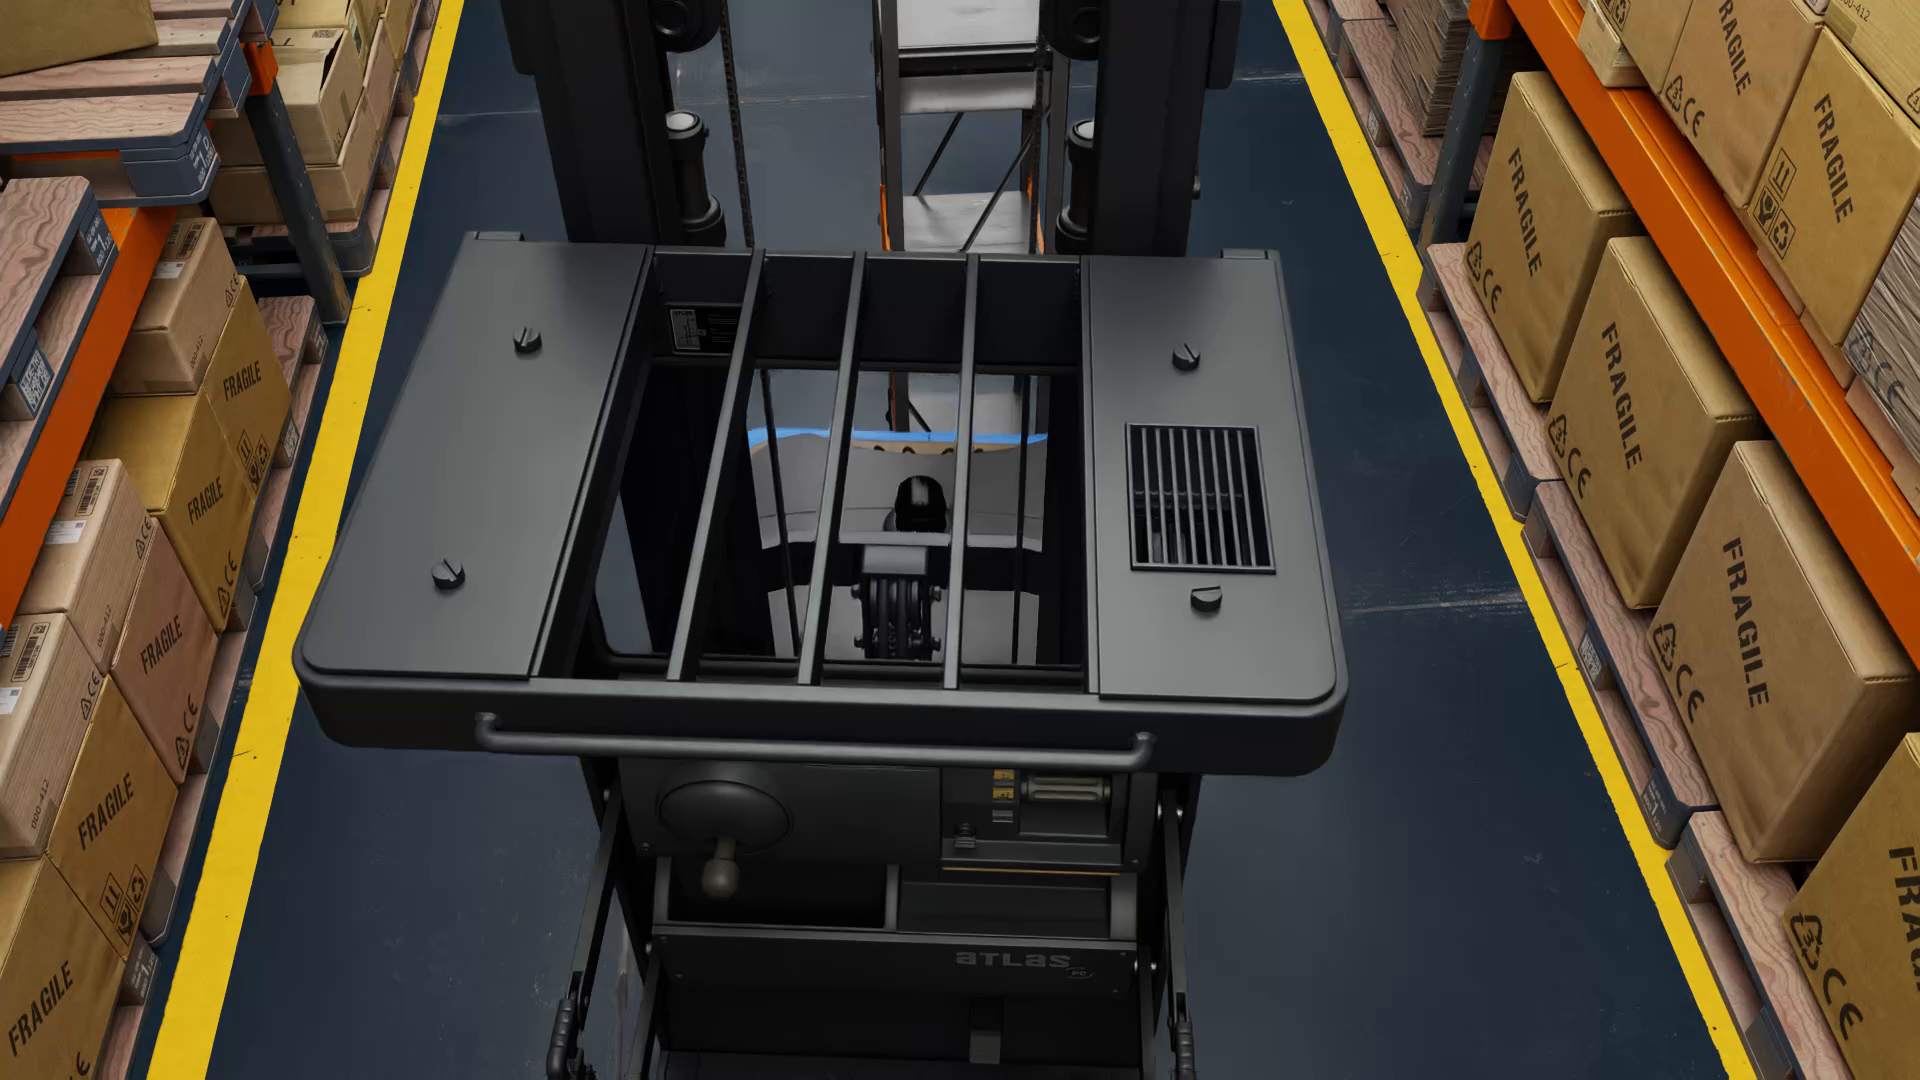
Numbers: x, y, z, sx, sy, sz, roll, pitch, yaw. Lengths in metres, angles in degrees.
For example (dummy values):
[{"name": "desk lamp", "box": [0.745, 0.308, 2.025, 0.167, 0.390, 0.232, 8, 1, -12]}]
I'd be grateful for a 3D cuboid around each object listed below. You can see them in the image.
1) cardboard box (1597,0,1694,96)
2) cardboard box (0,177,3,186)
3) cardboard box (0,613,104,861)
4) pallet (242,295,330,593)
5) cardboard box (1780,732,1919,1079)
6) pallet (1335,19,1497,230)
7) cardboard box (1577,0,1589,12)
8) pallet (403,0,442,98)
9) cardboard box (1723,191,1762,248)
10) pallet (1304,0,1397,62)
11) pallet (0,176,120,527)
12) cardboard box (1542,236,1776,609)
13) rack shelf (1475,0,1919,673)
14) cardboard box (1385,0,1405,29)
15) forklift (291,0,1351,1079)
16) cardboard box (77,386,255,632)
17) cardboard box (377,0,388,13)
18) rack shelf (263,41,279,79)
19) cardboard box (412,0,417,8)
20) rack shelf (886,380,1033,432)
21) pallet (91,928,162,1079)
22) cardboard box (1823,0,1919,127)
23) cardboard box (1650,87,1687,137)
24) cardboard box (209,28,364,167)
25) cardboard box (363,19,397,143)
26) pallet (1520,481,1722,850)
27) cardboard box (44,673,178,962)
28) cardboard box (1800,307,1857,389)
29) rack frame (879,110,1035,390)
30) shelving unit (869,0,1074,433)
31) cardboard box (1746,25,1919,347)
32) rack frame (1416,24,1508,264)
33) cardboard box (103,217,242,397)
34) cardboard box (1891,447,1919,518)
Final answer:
[{"name": "cardboard box", "box": [2.048, -1.515, 4.332, 0.500, 0.500, 0.500, -2, 47, -2]}, {"name": "cardboard box", "box": [-2.657, -0.871, 3.651, 0.700, 0.500, 0.500, 4, 47, 4]}, {"name": "cardboard box", "box": [-2.255, 0.442, 3.668, 0.500, 0.250, 0.500, -3, 47, -3]}, {"name": "pallet", "box": [-2.683, -0.313, 5.401, 1.003, 0.211, 1.213, -3, 47, -3]}, {"name": "cardboard box", "box": [2.379, 0.908, 3.515, 0.750, 0.750, 0.750, -3, 47, -3]}, {"name": "pallet", "box": [2.164, -1.725, 6.738, 1.003, 0.211, 1.213, -3, 47, -3]}, {"name": "cardboard box", "box": [2.037, -1.604, 4.862, 0.380, 0.149, 0.250, -3, 47, -3]}, {"name": "pallet", "box": [-2.837, -2.334, 7.315, 1.003, 0.211, 1.213, -3, 47, -3]}, {"name": "cardboard box", "box": [2.160, -0.857, 4.155, 0.380, 0.149, 0.250, -3, 47, -3]}, {"name": "pallet", "box": [2.065, -2.606, 7.572, 1.003, 0.211, 1.213, -3, 47, -3]}, {"name": "pallet", "box": [-2.541, -0.342, 3.640, 1.003, 0.211, 1.213, -3, 47, -3]}, {"name": "cardboard box", "box": [2.226, -0.349, 4.706, 0.750, 0.750, 0.750, -4, 47, -3]}, {"name": "rack shelf", "box": [2.395, -0.424, 4.081, 1.077, 0.370, 4.000, -3, 47, -3]}, {"name": "cardboard box", "box": [2.188, -2.308, 6.788, 0.700, 0.500, 0.500, -4, 47, -3]}, {"name": "forklift", "box": [-0.131, 0.531, 2.728, 1.130, 2.935, 3.031, 2, 47, 2]}, {"name": "cardboard box", "box": [-2.353, -0.069, 4.668, 0.500, 0.500, 0.500, -5, 47, -5]}, {"name": "cardboard box", "box": [-2.552, -2.352, 6.630, 0.500, 0.311, 0.500, -5, 47, -4]}, {"name": "rack shelf", "box": [-2.876, -3.014, 6.534, 1.077, 0.370, 4.000, -3, 47, -3]}, {"name": "cardboard box", "box": [-2.594, -2.521, 7.176, 0.500, 0.250, 0.500, -3, 47, -2]}, {"name": "rack shelf", "box": [0.014, -0.112, 4.892, 0.431, 0.518, 0.480, -3, 47, -3]}, {"name": "pallet", "box": [-2.479, 1.452, 3.729, 1.003, 0.211, 1.213, -3, 47, -3]}, {"name": "cardboard box", "box": [2.149, -1.056, 3.380, 0.500, 0.250, 0.500, -4, 47, -4]}, {"name": "cardboard box", "box": [2.119, -1.232, 4.510, 0.380, 0.149, 0.250, -4, 47, -4]}, {"name": "cardboard box", "box": [-2.459, -1.603, 5.921, 0.500, 0.311, 0.500, -2, 47, -2]}, {"name": "cardboard box", "box": [-2.502, -1.774, 6.469, 0.500, 0.250, 0.500, -5, 47, -4]}, {"name": "pallet", "box": [2.318, 0.296, 4.824, 1.003, 0.211, 1.213, -3, 47, -3]}, {"name": "cardboard box", "box": [-2.261, 0.676, 3.963, 0.500, 0.500, 0.500, -3, 47, -3]}, {"name": "cardboard box", "box": [2.179, -0.487, 3.804, 0.380, 0.149, 0.250, -2, 47, -2]}, {"name": "rack frame", "box": [-0.007, -0.779, 4.541, 0.400, 2.100, 0.015, -3, 47, -3]}, {"name": "shelving unit", "box": [0.014, -0.602, 4.374, 0.431, 2.100, 0.503, -3, 47, -3]}, {"name": "cardboard box", "box": [2.140, -0.780, 3.635, 0.500, 0.500, 0.500, -2, 47, -2]}, {"name": "rack frame", "box": [2.228, -2.118, 5.190, 1.000, 3.000, 0.127, -3, 47, -3]}, {"name": "cardboard box", "box": [-2.387, -0.661, 4.712, 0.500, 0.250, 0.500, -2, 47, -2]}, {"name": "cardboard box", "box": [2.196, -0.112, 3.449, 0.380, 0.149, 0.250, -3, 47, -3]}]
